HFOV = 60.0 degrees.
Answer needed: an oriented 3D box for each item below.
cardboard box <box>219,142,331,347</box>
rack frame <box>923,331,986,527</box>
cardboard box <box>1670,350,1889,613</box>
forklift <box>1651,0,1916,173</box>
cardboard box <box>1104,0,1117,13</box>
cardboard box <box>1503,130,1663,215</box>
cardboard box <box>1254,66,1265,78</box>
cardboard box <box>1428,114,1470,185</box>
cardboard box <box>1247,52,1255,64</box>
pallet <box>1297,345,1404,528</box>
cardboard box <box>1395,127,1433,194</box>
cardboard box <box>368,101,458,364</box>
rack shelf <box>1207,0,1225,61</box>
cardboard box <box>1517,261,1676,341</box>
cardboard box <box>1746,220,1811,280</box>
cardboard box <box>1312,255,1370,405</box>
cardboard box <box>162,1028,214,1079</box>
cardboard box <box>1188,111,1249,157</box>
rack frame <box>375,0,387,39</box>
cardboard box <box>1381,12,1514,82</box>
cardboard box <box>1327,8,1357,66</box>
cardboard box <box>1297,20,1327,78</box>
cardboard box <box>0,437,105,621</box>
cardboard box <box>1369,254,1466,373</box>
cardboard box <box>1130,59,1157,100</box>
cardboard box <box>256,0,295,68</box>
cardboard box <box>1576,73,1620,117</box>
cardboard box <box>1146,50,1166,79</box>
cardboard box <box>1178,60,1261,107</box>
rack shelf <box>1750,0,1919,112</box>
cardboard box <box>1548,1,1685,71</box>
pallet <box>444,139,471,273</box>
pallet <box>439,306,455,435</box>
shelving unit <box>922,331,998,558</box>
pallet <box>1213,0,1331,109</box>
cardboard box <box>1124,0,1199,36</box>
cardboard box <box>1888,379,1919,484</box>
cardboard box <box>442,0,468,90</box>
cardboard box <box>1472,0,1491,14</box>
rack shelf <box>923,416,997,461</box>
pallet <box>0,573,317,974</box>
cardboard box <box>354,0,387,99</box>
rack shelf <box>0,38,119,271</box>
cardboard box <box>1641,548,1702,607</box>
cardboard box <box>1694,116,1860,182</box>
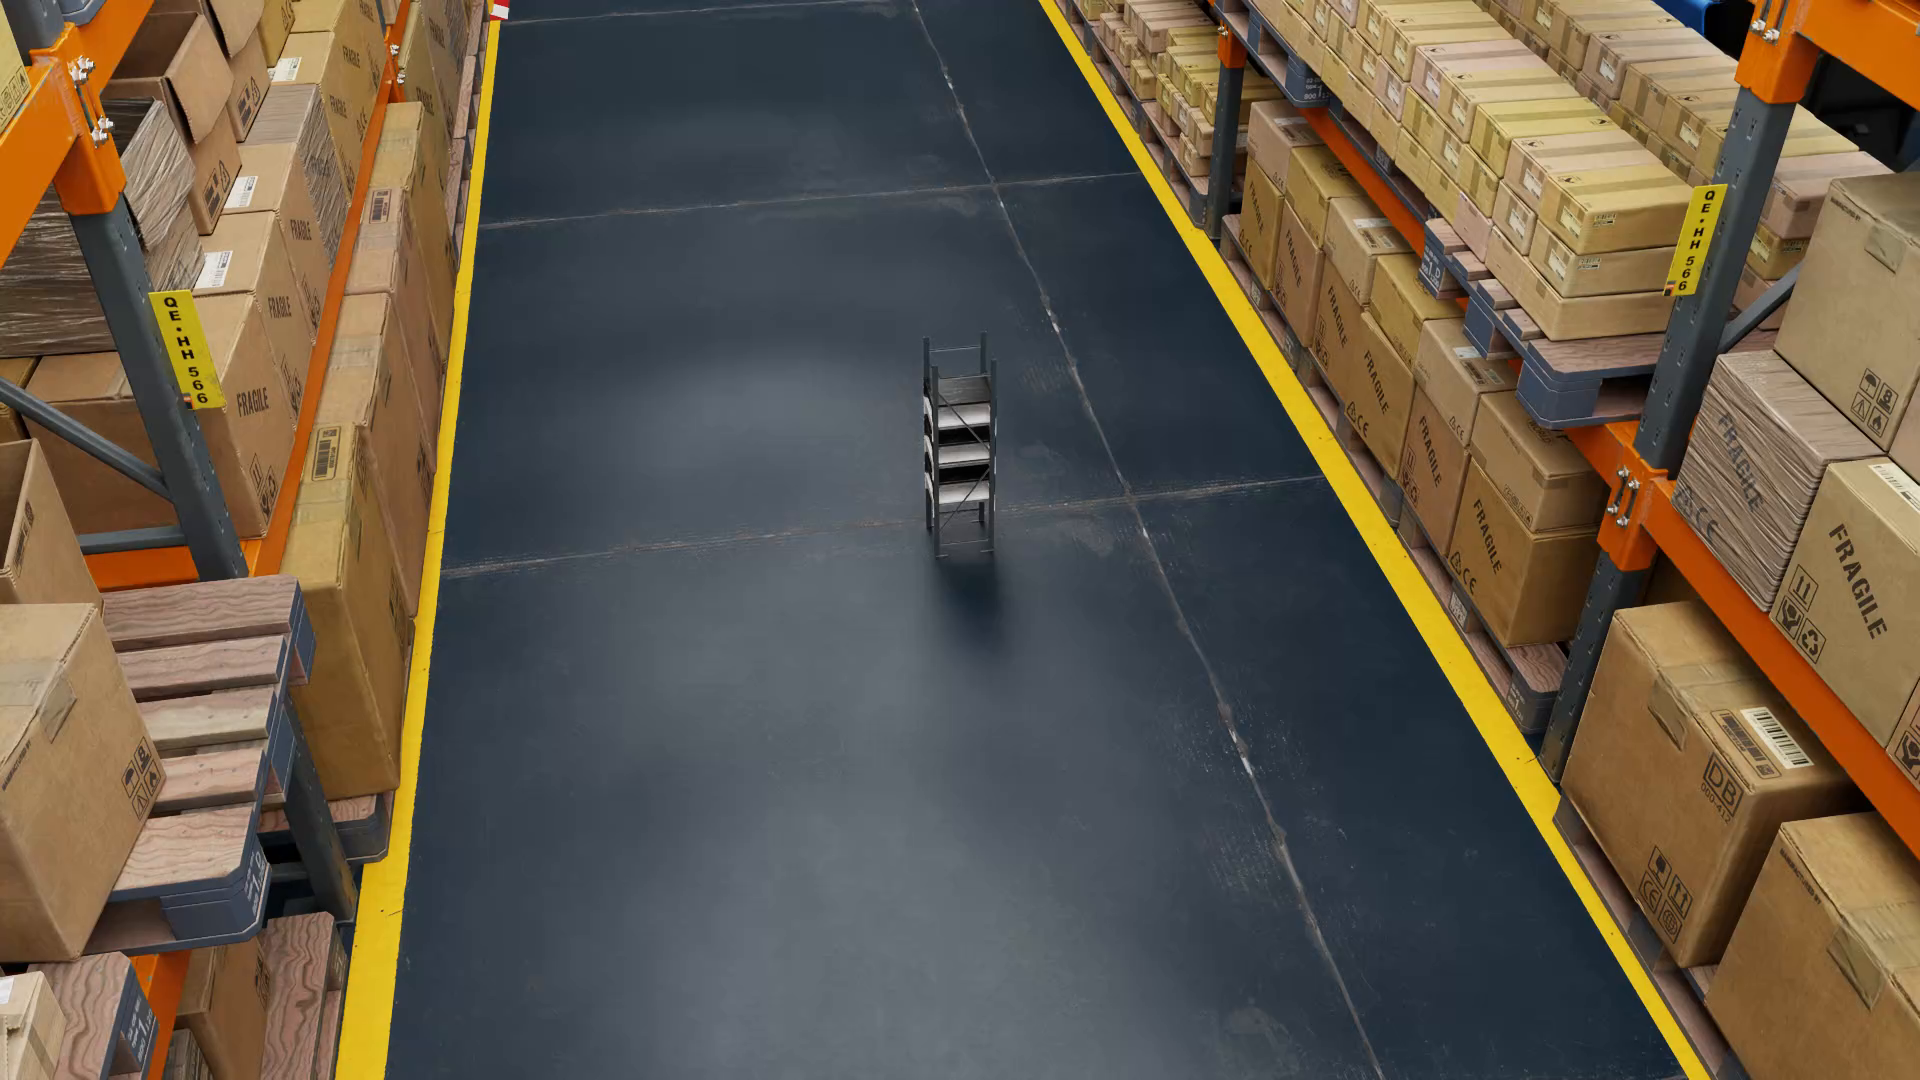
[{"bbox_3d":[-2.400,-0.948,5.444,0.500,0.500,0.500,-7,38,-9],"label":"cardboard box"},{"bbox_3d":[-0.019,-0.422,6.559,0.240,0.900,0.006,-6,38,-8],"label":"rack frame"},{"bbox_3d":[2.317,-0.177,4.452,0.500,0.500,0.500,-6,38,-7],"label":"cardboard box"},{"bbox_3d":[4.486,-2.721,7.863,1.130,2.935,3.031,-8,39,-10],"label":"forklift"},{"bbox_3d":[1.130,-3.350,10.599,0.380,0.149,0.250,-6,38,-8],"label":"cardboard box"},{"bbox_3d":[1.925,-1.138,5.147,0.380,0.149,0.250,-7,38,-9],"label":"cardboard box"},{"bbox_3d":[1.843,-2.551,9.328,0.380,0.149,0.250,-6,38,-8],"label":"cardboard box"},{"bbox_3d":[1.828,-1.342,5.653,0.380,0.149,0.250,-6,38,-8],"label":"cardboard box"},{"bbox_3d":[1.795,-2.834,9.450,0.380,0.149,0.250,-7,38,-9],"label":"cardboard box"},{"bbox_3d":[2.158,-0.544,7.278,1.003,0.211,1.213,-6,38,-8],"label":"pallet"},{"bbox_3d":[1.789,-1.372,5.933,0.380,0.149,0.250,-8,39,-10],"label":"cardboard box"},{"bbox_3d":[-2.967,-1.324,7.399,1.225,0.875,0.875,-6,38,-8],"label":"cardboard box"},{"bbox_3d":[1.452,-3.778,9.754,1.077,0.370,4.000,-6,38,-8],"label":"rack shelf"},{"bbox_3d":[1.965,-0.753,5.137,0.380,0.149,0.250,-6,38,-7],"label":"cardboard box"},{"bbox_3d":[2.617,-0.935,5.129,0.380,0.149,0.250,-5,38,-6],"label":"cardboard box"},{"bbox_3d":[1.870,-0.923,7.189,0.500,0.500,0.500,-6,38,-7],"label":"cardboard box"},{"bbox_3d":[-2.150,1.584,3.945,0.700,0.500,0.500,-9,39,-12],"label":"cardboard box"},{"bbox_3d":[1.434,-2.167,8.834,0.380,0.149,0.250,-6,38,-7],"label":"cardboard box"},{"bbox_3d":[-3.098,-2.381,7.370,1.000,3.000,0.127,-6,38,-8],"label":"rack frame"},{"bbox_3d":[1.742,-1.767,5.958,0.380,0.149,0.250,-4,38,-6],"label":"cardboard box"},{"bbox_3d":[1.654,-1.959,6.446,0.380,0.149,0.250,-7,38,-9],"label":"cardboard box"},{"bbox_3d":[1.601,-2.009,6.754,0.380,0.149,0.250,-8,39,-10],"label":"cardboard box"},{"bbox_3d":[-2.263,0.151,3.687,0.500,0.500,0.500,-11,39,-14],"label":"cardboard box"},{"bbox_3d":[1.953,-0.910,6.560,0.500,0.250,0.500,-5,38,-7],"label":"cardboard box"},{"bbox_3d":[1.217,-2.719,9.787,0.380,0.149,0.250,-6,38,-8],"label":"cardboard box"},{"bbox_3d":[-2.869,-2.016,6.001,0.797,0.503,0.637,-6,38,-7],"label":"cardboard box"},{"bbox_3d":[2.430,-1.563,5.937,0.380,0.149,0.250,-6,38,-8],"label":"cardboard box"},{"bbox_3d":[1.299,-2.803,9.652,0.380,0.149,0.250,-5,38,-7],"label":"cardboard box"},{"bbox_3d":[1.400,-2.466,8.975,0.380,0.149,0.250,-6,38,-7],"label":"cardboard box"},{"bbox_3d":[2.854,-0.130,2.614,1.077,0.370,4.000,-6,38,-8],"label":"rack shelf"},{"bbox_3d":[2.381,-1.833,6.042,0.380,0.149,0.250,-5,38,-7],"label":"cardboard box"},{"bbox_3d":[-3.155,-1.748,8.828,1.003,0.211,1.213,-6,38,-8],"label":"pallet"},{"bbox_3d":[-2.889,-0.822,7.636,1.003,0.211,1.213,-6,38,-8],"label":"pallet"},{"bbox_3d":[-0.001,-0.360,6.480,0.258,0.900,0.210,-6,38,-8],"label":"shelving unit"},{"bbox_3d":[1.793,-2.301,7.423,1.003,0.211,1.213,-6,38,-8],"label":"pallet"},{"bbox_3d":[1.183,-3.096,9.786,0.380,0.149,0.250,-8,38,-10],"label":"cardboard box"},{"bbox_3d":[2.663,-0.295,3.788,0.700,0.500,0.500,-7,38,-9],"label":"cardboard box"},{"bbox_3d":[-3.449,-3.197,9.809,0.875,0.875,0.875,-6,38,-8],"label":"cardboard box"},{"bbox_3d":[2.251,-2.188,6.741,0.380,0.149,0.250,-8,39,-10],"label":"cardboard box"},{"bbox_3d":[-0.001,-0.405,6.445,0.258,0.077,0.200,-6,38,-8],"label":"rack shelf"},{"bbox_3d":[-2.167,0.529,3.780,1.213,0.211,1.003,-6,38,-8],"label":"pallet"},{"bbox_3d":[-2.748,-2.168,7.014,0.500,0.500,0.500,-6,38,-8],"label":"cardboard box"},{"bbox_3d":[-2.047,0.342,2.006,1.077,0.370,4.000,-6,38,-8],"label":"rack shelf"},{"bbox_3d":[2.631,-0.071,6.092,0.500,0.500,0.500,-8,39,-10],"label":"cardboard box"},{"bbox_3d":[2.564,-1.201,5.229,0.380,0.149,0.250,-7,38,-9],"label":"cardboard box"}]
